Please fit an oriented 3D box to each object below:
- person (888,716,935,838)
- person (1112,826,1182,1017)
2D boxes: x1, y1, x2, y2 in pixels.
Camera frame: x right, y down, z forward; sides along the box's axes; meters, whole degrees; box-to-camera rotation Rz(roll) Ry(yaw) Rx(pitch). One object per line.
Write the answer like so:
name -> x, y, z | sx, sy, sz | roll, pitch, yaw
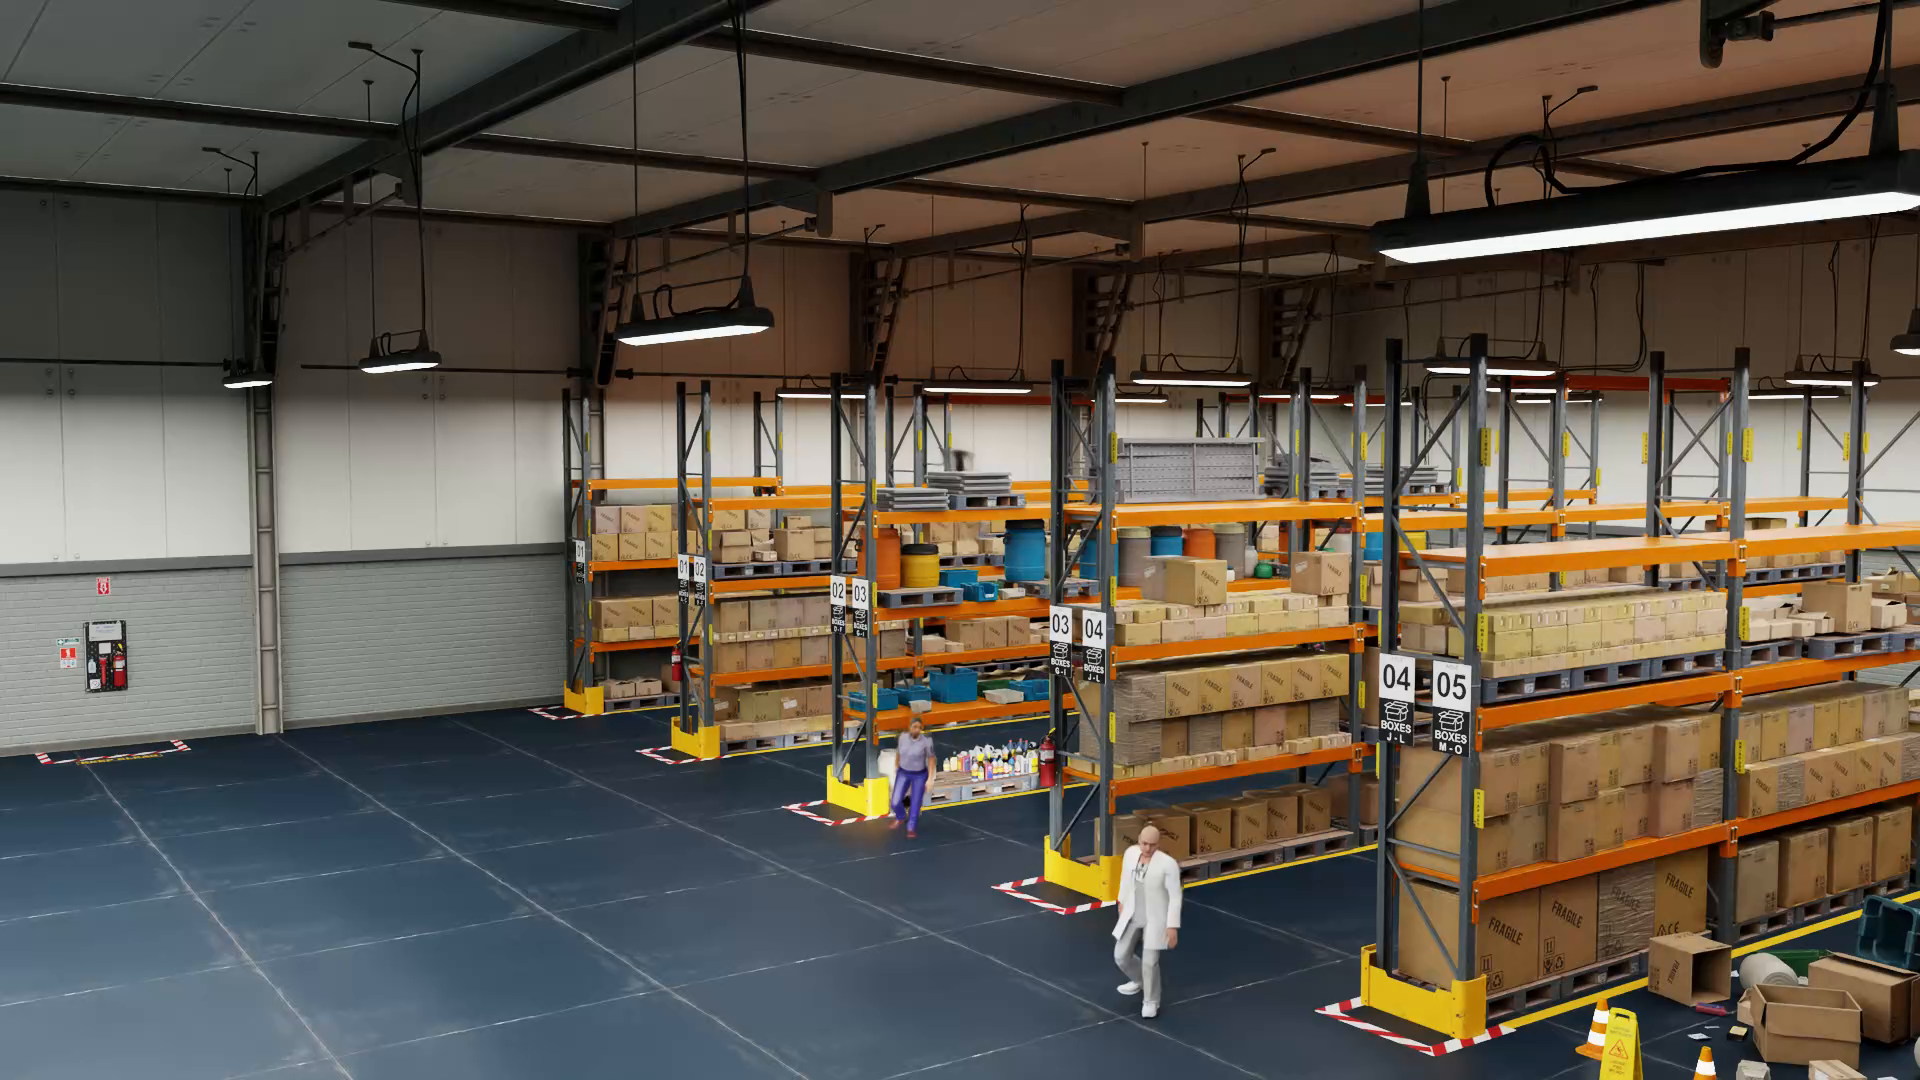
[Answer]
person -> -0.622, 3.011, 21.190 | 0.645, 1.600, 0.552 | 0, 4, 7
person -> 1.689, 3.347, 14.760 | 0.731, 1.733, 0.592 | 2, 4, 31
